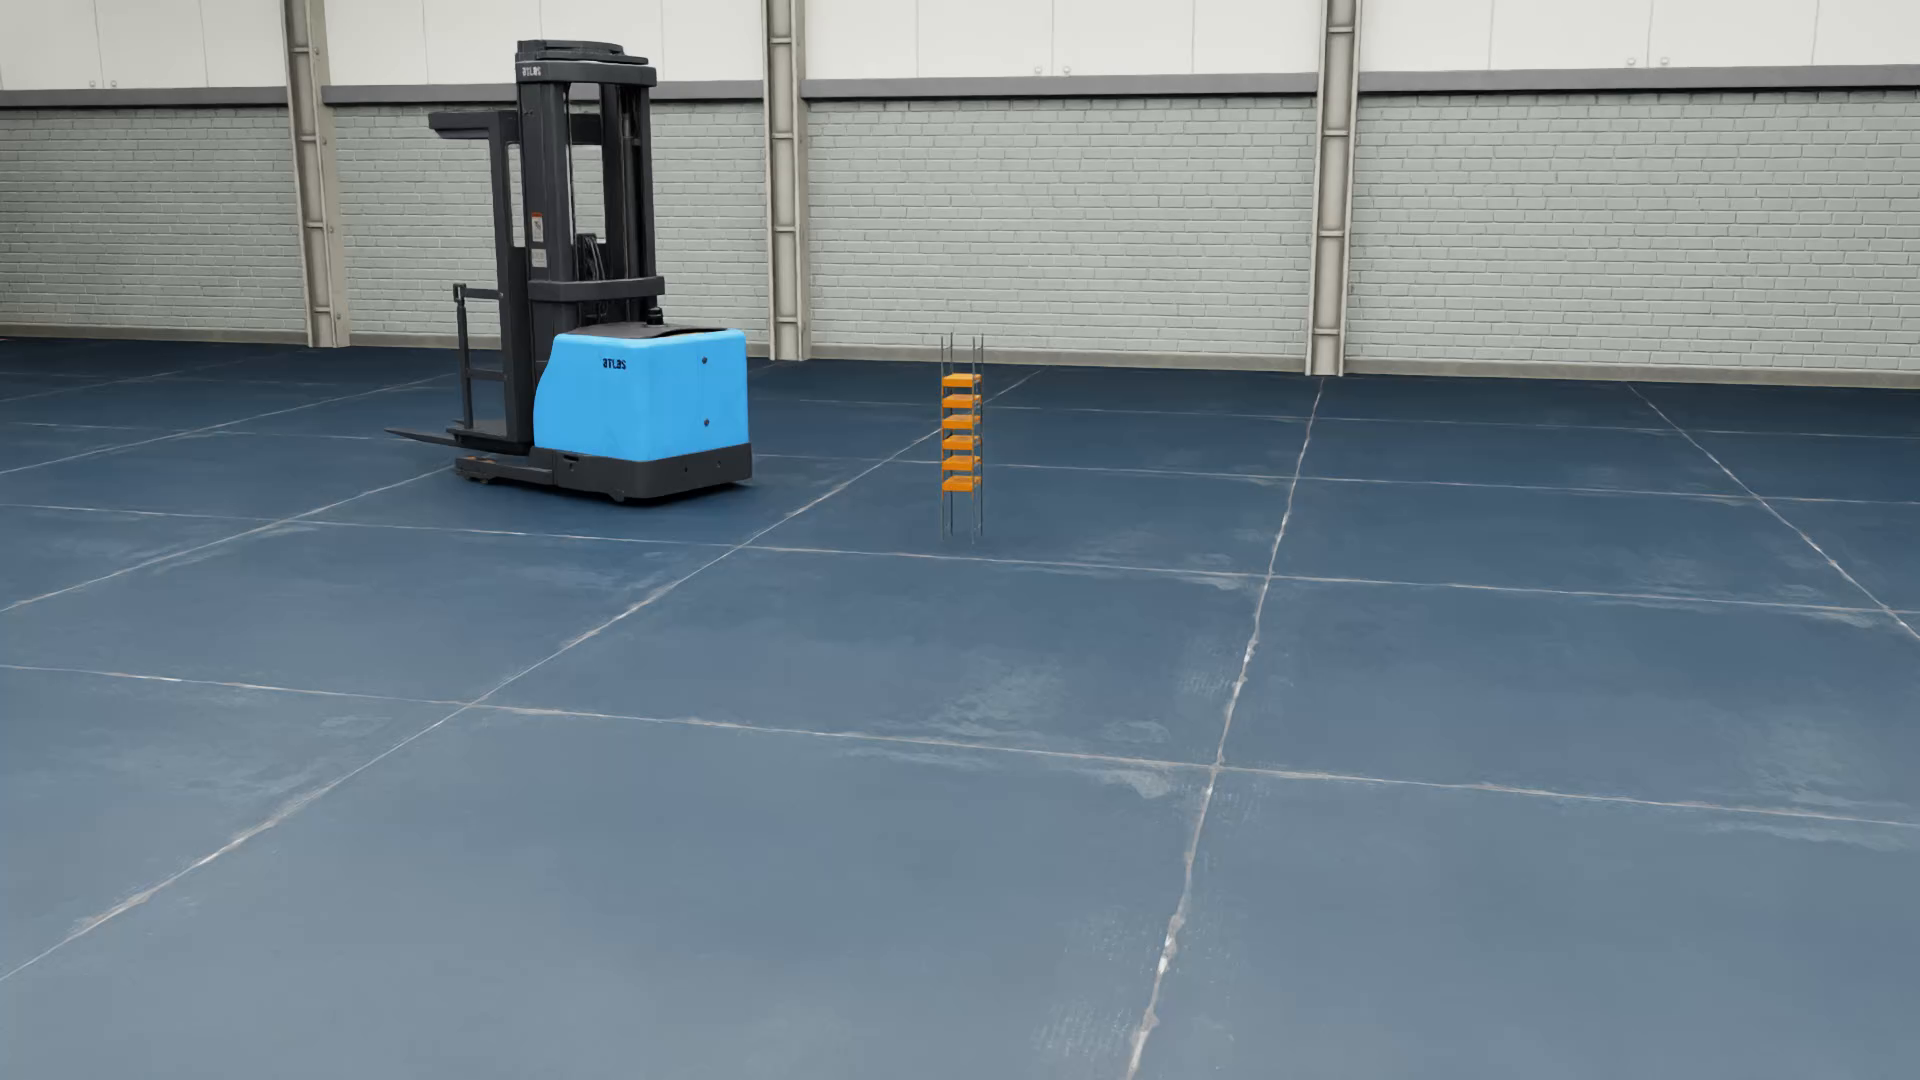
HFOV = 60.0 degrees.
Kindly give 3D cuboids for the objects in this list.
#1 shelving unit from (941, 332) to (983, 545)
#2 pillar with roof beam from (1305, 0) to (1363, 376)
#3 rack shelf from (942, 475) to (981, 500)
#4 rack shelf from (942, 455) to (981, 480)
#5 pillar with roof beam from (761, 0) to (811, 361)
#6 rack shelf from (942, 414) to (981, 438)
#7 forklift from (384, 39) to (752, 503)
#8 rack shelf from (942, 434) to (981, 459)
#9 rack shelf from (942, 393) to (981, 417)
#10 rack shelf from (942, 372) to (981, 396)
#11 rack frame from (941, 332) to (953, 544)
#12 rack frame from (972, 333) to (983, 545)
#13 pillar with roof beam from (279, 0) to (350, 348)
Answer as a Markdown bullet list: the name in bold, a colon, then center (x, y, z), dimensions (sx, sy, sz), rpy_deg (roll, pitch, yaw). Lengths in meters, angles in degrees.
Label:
- **shelving unit**: center (0.014, -0.585, 9.600), dimensions (0.189, 1.200, 0.258), rpy_deg (3, 13, 14)
- **pillar with roof beam**: center (2.849, -5.256, 12.648), dimensions (0.400, 9.000, 9.100), rpy_deg (3, 13, 14)
- **rack shelf**: center (0.014, -0.307, 9.662), dimensions (0.180, 0.103, 0.258), rpy_deg (3, 13, 14)
- **rack shelf**: center (0.014, -0.424, 9.636), dimensions (0.180, 0.103, 0.258), rpy_deg (3, 13, 14)
- **pillar with roof beam**: center (-2.976, -5.567, 14.051), dimensions (0.400, 9.000, 9.100), rpy_deg (3, 13, 14)
- **rack shelf**: center (0.014, -0.659, 9.584), dimensions (0.180, 0.103, 0.258), rpy_deg (3, 13, 14)
- **forklift**: center (-2.903, -1.903, 11.545), dimensions (3.031, 2.935, 1.130), rpy_deg (9, 16, 36)
- **rack shelf**: center (0.014, -0.542, 9.610), dimensions (0.180, 0.103, 0.258), rpy_deg (3, 13, 14)
- **rack shelf**: center (0.014, -0.776, 9.558), dimensions (0.180, 0.103, 0.258), rpy_deg (3, 13, 14)
- **rack shelf**: center (0.014, -0.893, 9.532), dimensions (0.180, 0.103, 0.258), rpy_deg (3, 13, 14)
- **rack frame**: center (-0.075, -0.590, 9.622), dimensions (0.006, 1.200, 0.240), rpy_deg (3, 13, 14)
- **rack frame**: center (0.103, -0.580, 9.579), dimensions (0.006, 1.200, 0.240), rpy_deg (3, 13, 14)
- **pillar with roof beam**: center (-8.801, -5.879, 15.454), dimensions (0.400, 9.000, 9.100), rpy_deg (3, 13, 14)
